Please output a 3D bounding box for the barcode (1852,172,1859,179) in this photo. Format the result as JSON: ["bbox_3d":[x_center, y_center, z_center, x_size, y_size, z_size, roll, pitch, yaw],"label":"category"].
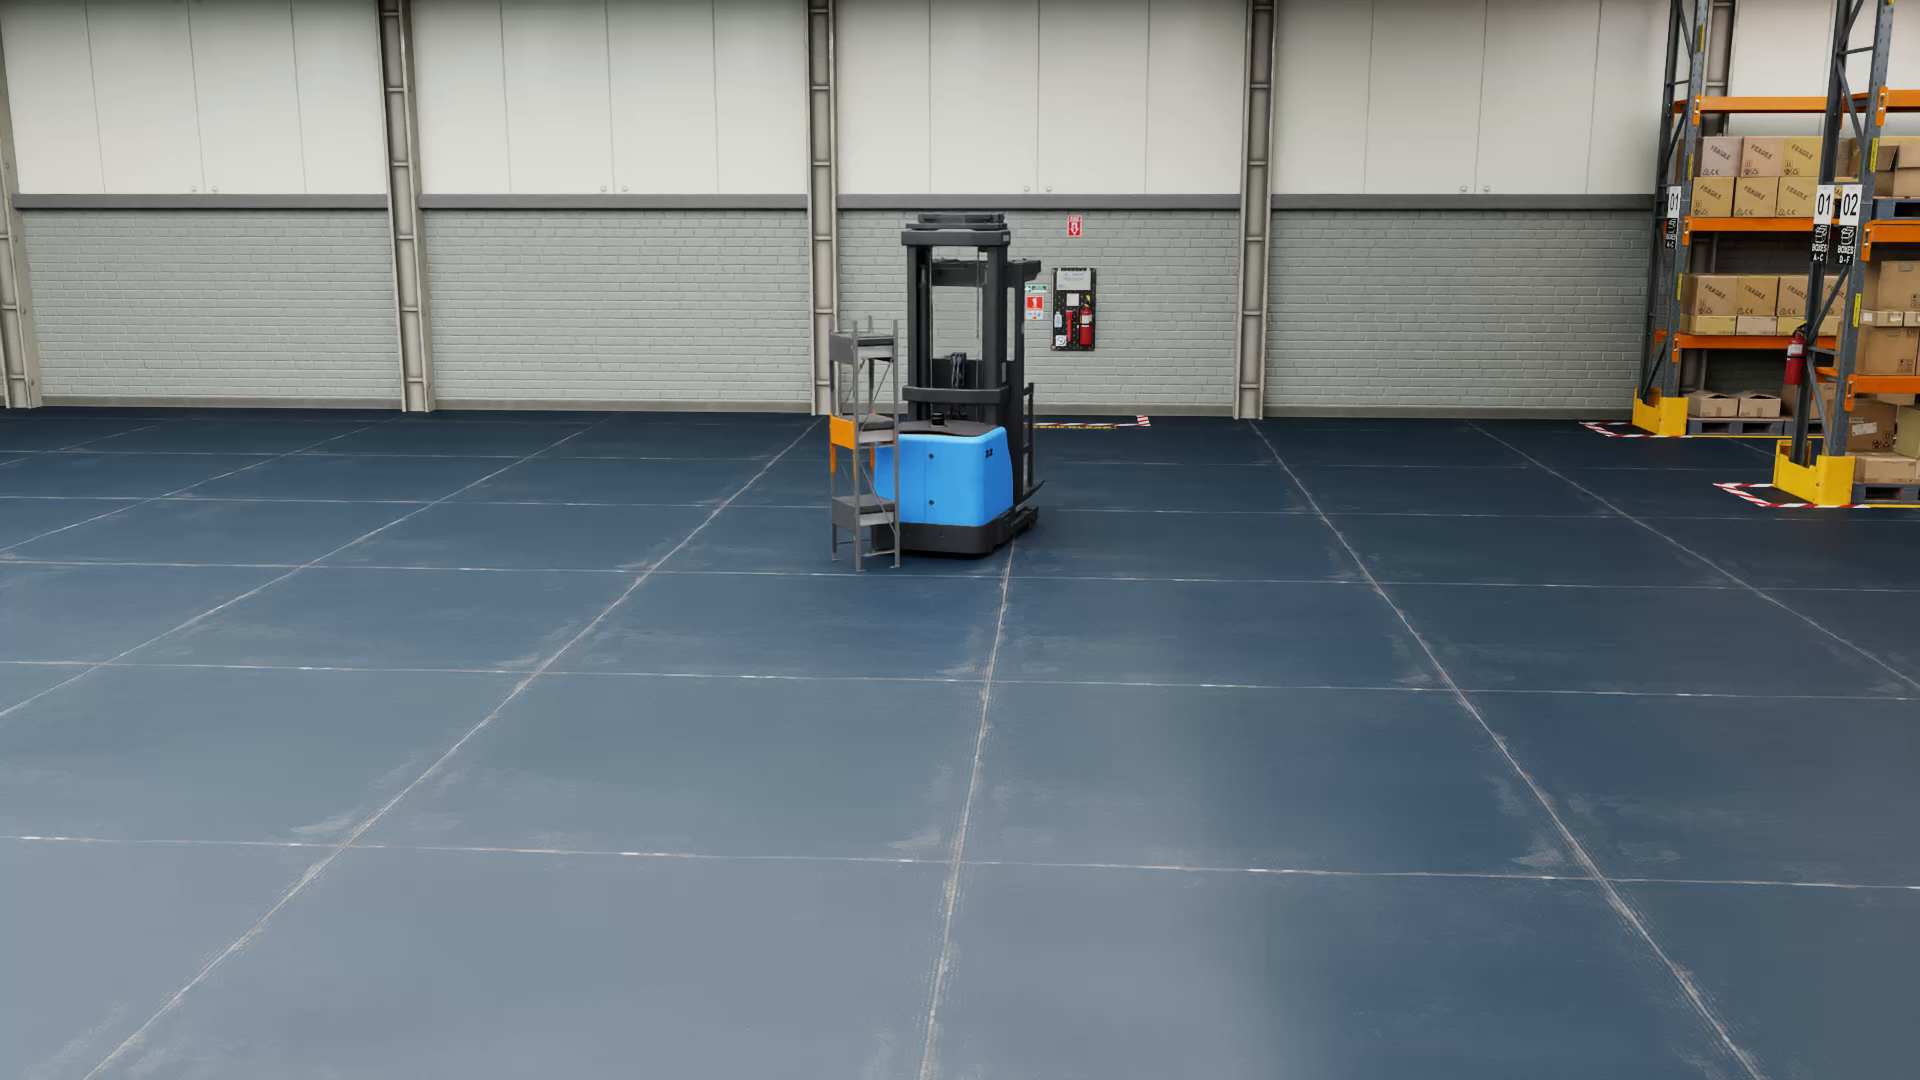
[{"bbox_3d":[9.305,-3.785,17.276,0.075,0.075,0.001,1,12,4],"label":"barcode"}]

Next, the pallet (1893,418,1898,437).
[{"bbox_3d":[12.617,-1.533,22.062,1.213,0.211,1.003,1,12,4],"label":"pallet"}]

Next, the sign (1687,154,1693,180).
[{"bbox_3d":[9.262,-4.736,21.103,0.005,0.325,0.100,1,12,4],"label":"sign"}]

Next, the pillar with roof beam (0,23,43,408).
[{"bbox_3d":[-14.179,-5.503,19.579,0.400,9.000,9.100,1,12,4],"label":"pillar with roof beam"}]

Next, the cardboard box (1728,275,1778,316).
[{"bbox_3d":[10.247,-3.177,21.599,0.500,0.500,0.500,1,12,4],"label":"cardboard box"}]

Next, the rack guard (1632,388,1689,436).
[{"bbox_3d":[9.374,-1.726,22.280,0.348,0.500,1.175,1,12,4],"label":"rack guard"}]

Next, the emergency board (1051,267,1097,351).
[{"bbox_3d":[1.605,-3.241,23.419,0.643,1.169,0.194,1,12,4],"label":"emergency board"}]

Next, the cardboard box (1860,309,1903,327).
[{"bbox_3d":[9.348,-2.256,16.878,0.250,0.149,0.380,1,12,3],"label":"cardboard box"}]

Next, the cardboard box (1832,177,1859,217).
[{"bbox_3d":[11.203,-4.398,21.329,0.500,0.500,0.500,2,12,7],"label":"cardboard box"}]

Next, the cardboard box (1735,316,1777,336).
[{"bbox_3d":[10.283,-2.811,21.680,0.500,0.250,0.500,0,12,2],"label":"cardboard box"}]

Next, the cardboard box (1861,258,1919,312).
[{"bbox_3d":[9.489,-2.613,17.001,0.500,0.500,0.700,1,12,4],"label":"cardboard box"}]

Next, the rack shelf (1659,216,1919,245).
[{"bbox_3d":[11.294,-4.039,21.665,4.000,0.370,1.077,1,12,4],"label":"rack shelf"}]

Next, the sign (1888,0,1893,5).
[{"bbox_3d":[8.928,-5.296,15.923,0.005,0.325,0.100,1,12,4],"label":"sign"}]

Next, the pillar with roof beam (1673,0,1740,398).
[{"bbox_3d":[9.767,-5.175,18.009,0.400,9.000,9.100,1,12,4],"label":"pillar with roof beam"}]

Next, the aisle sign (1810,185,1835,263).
[{"bbox_3d":[8.925,-3.272,17.216,0.004,0.787,0.394,1,12,4],"label":"aisle sign"}]

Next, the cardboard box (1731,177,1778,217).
[{"bbox_3d":[10.149,-4.407,21.374,0.500,0.500,0.500,2,12,8],"label":"cardboard box"}]

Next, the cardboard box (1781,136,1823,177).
[{"bbox_3d":[10.676,-4.890,21.240,0.500,0.500,0.500,1,12,5],"label":"cardboard box"}]

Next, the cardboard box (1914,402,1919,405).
[{"bbox_3d":[12.754,-1.726,22.018,0.250,0.166,0.380,-1,12,-4],"label":"cardboard box"}]

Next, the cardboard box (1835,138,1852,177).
[{"bbox_3d":[11.283,-4.989,21.715,0.500,0.500,0.500,1,12,4],"label":"cardboard box"}]

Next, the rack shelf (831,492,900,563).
[{"bbox_3d":[-0.808,-0.121,14.187,0.431,0.518,0.480,-6,13,-27],"label":"rack shelf"}]

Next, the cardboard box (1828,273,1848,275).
[{"bbox_3d":[11.822,-3.264,22.014,0.500,0.500,0.500,1,12,5],"label":"cardboard box"}]

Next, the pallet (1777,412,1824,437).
[{"bbox_3d":[11.397,-1.549,22.140,1.213,0.211,1.003,1,12,4],"label":"pallet"}]

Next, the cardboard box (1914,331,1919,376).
[{"bbox_3d":[9.960,-1.972,17.108,0.500,0.500,0.700,1,12,5],"label":"cardboard box"}]

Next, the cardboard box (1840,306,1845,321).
[{"bbox_3d":[9.365,-2.339,17.275,0.250,0.149,0.380,1,12,3],"label":"cardboard box"}]

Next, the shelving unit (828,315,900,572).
[{"bbox_3d":[-0.808,-0.820,14.041,0.431,2.100,0.503,-6,13,-27],"label":"shelving unit"}]

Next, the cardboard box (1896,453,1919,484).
[{"bbox_3d":[9.991,-0.739,17.148,0.500,0.250,0.500,1,12,4],"label":"cardboard box"}]

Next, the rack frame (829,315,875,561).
[{"bbox_3d":[-0.923,-0.864,14.251,0.400,2.100,0.015,-6,13,-27],"label":"rack frame"}]

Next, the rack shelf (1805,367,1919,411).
[{"bbox_3d":[10.967,-1.559,17.134,4.000,0.370,1.077,1,12,4],"label":"rack shelf"}]

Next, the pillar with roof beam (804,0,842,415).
[{"bbox_3d":[-2.206,-5.339,18.794,0.400,9.000,9.100,1,12,4],"label":"pillar with roof beam"}]

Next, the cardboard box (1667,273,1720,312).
[{"bbox_3d":[9.783,-3.291,22.142,0.500,0.500,0.500,1,12,3],"label":"cardboard box"}]

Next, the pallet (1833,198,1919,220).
[{"bbox_3d":[9.675,-3.348,16.821,1.213,0.211,1.003,1,12,4],"label":"pallet"}]

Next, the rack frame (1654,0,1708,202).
[{"bbox_3d":[9.298,-5.887,21.415,0.127,3.000,1.000,1,12,4],"label":"rack frame"}]

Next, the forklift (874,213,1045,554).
[{"bbox_3d":[0.123,-1.568,15.589,1.130,2.935,3.031,3,12,16],"label":"forklift"}]

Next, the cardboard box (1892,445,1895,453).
[{"bbox_3d":[10.026,-0.847,17.662,0.500,0.250,0.500,1,12,4],"label":"cardboard box"}]

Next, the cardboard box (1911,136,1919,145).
[{"bbox_3d":[12.221,-4.869,21.139,0.500,0.500,0.500,1,12,7],"label":"cardboard box"}]

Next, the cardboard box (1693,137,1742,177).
[{"bbox_3d":[9.667,-4.912,21.345,0.500,0.500,0.500,0,12,0],"label":"cardboard box"}]

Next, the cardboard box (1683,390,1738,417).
[{"bbox_3d":[9.983,-1.822,22.126,0.500,0.311,0.500,-1,12,-3],"label":"cardboard box"}]

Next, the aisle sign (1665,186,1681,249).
[{"bbox_3d":[9.207,-4.163,21.475,0.004,0.787,0.394,1,12,4],"label":"aisle sign"}]

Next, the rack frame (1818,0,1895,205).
[{"bbox_3d":[8.971,-4.875,16.577,0.127,3.000,1.000,1,12,4],"label":"rack frame"}]

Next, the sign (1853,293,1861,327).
[{"bbox_3d":[8.928,-2.288,16.553,0.005,0.325,0.100,1,12,4],"label":"sign"}]

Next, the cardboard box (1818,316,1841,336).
[{"bbox_3d":[11.295,-2.796,21.606,0.500,0.250,0.500,1,12,4],"label":"cardboard box"}]

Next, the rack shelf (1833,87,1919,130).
[{"bbox_3d":[10.967,-4.300,16.560,4.000,0.370,1.077,1,12,4],"label":"rack shelf"}]

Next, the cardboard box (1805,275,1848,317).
[{"bbox_3d":[11.278,-3.164,21.537,0.500,0.500,0.500,1,12,6],"label":"cardboard box"}]

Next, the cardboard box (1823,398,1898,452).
[{"bbox_3d":[9.526,-1.219,17.608,0.500,0.500,0.500,1,12,4],"label":"cardboard box"}]

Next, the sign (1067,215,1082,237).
[{"bbox_3d":[1.604,-4.396,23.280,0.199,0.298,0.001,1,12,4],"label":"sign"}]

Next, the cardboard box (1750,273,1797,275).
[{"bbox_3d":[10.801,-3.276,22.070,0.500,0.500,0.500,0,12,2],"label":"cardboard box"}]

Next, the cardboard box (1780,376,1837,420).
[{"bbox_3d":[11.280,-1.886,21.973,0.500,0.500,0.700,0,12,0],"label":"cardboard box"}]
